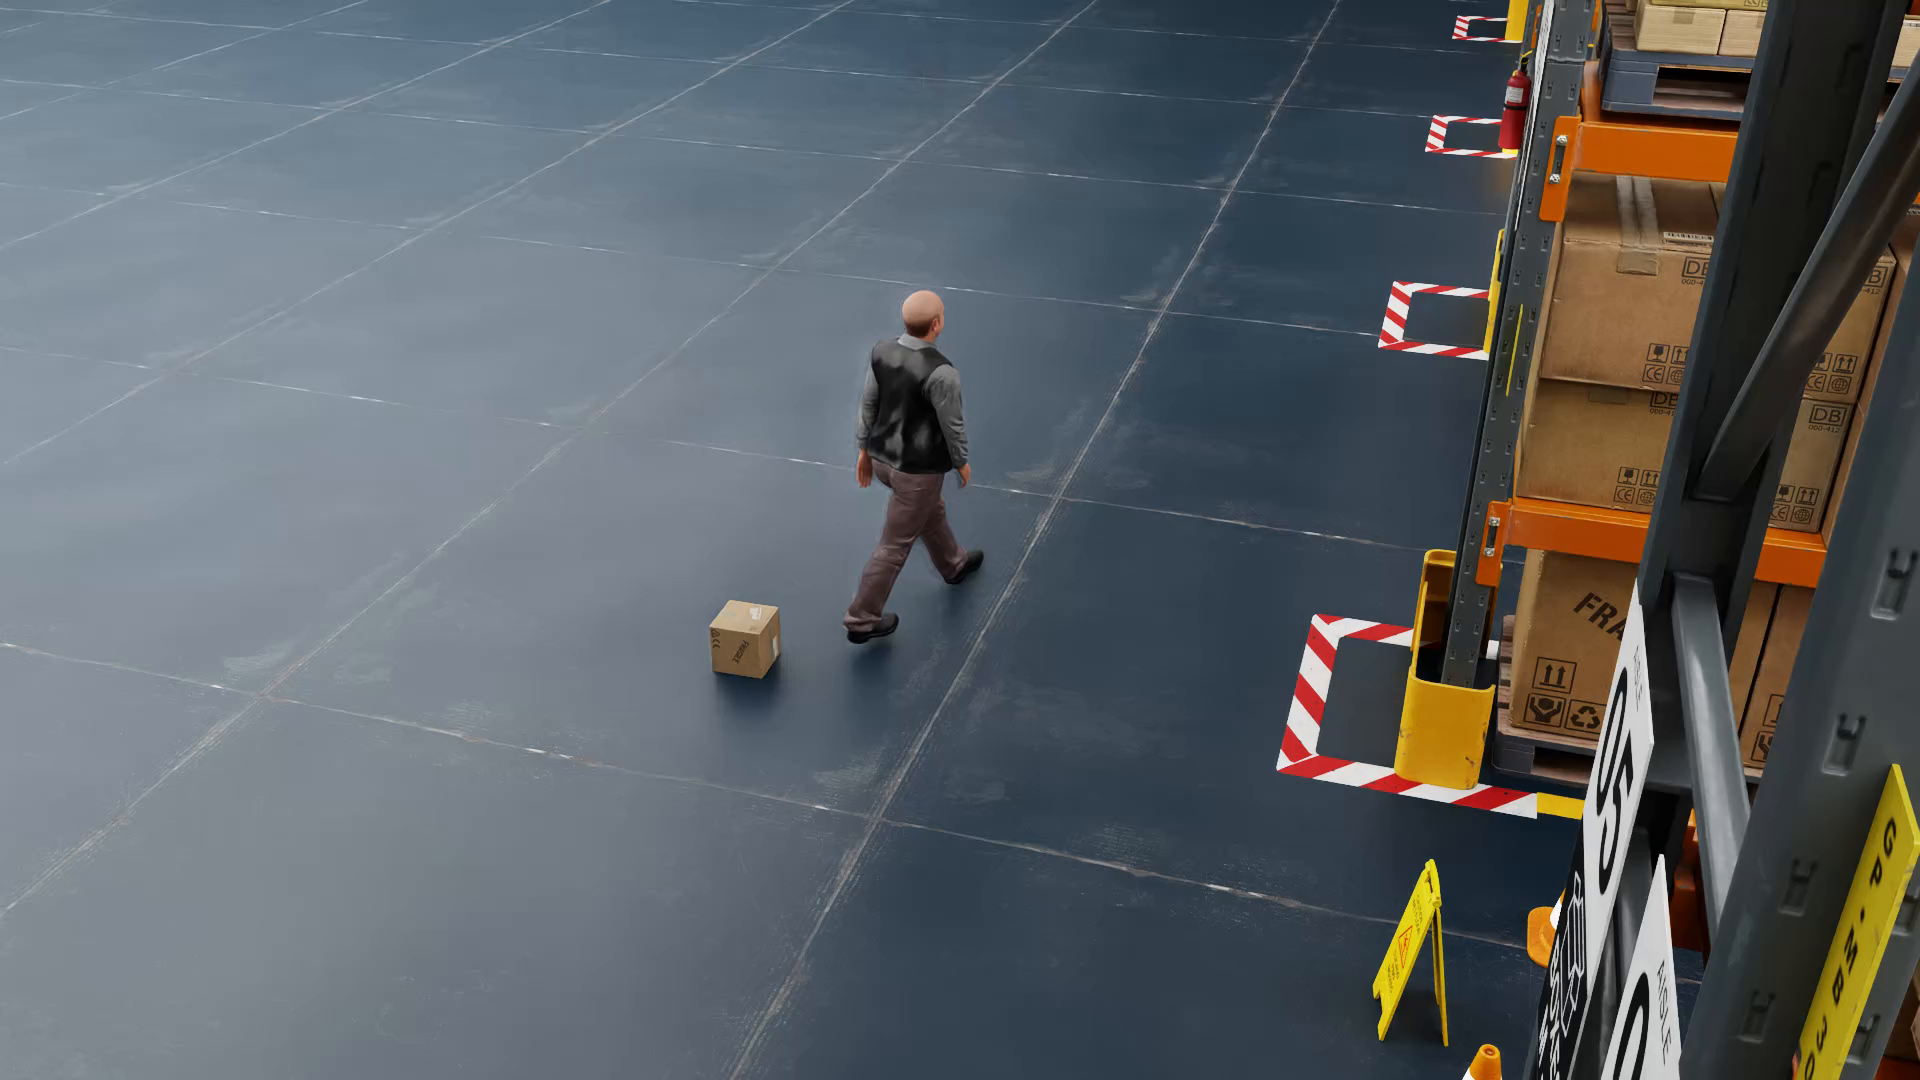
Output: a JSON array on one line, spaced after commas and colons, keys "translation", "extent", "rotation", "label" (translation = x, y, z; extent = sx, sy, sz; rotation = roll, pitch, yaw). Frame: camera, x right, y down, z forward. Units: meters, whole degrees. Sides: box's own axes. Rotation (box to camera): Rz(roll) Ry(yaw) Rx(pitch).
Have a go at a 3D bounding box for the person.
[{"translation": [-0.170, -0.388, 7.845], "extent": [1.033, 1.657, 0.537], "rotation": [-22, 36, -34], "label": "person"}]
